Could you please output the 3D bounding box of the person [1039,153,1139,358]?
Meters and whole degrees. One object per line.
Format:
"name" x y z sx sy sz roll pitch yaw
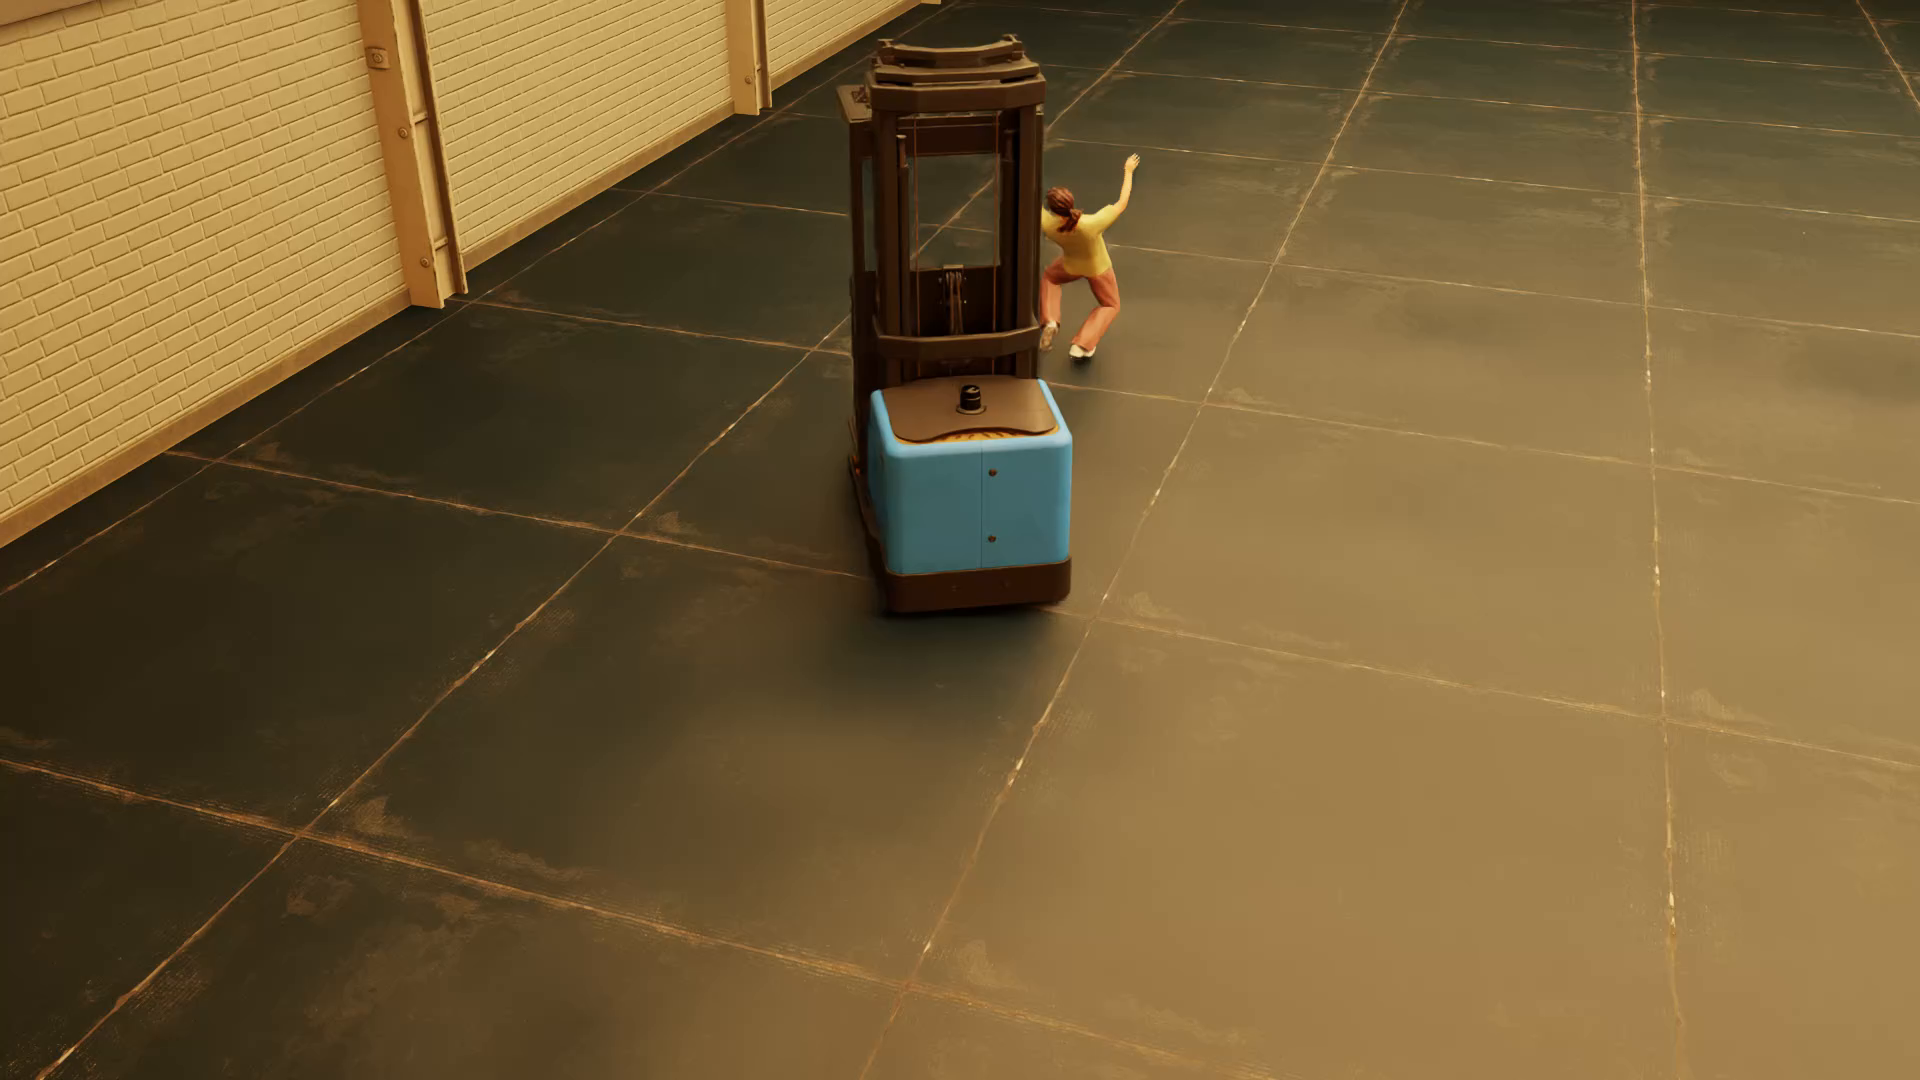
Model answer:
"person" 0.790 -2.064 12.176 0.862 1.530 0.728 11 32 19

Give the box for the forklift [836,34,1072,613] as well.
"forklift" -0.119 -1.580 9.908 1.130 2.935 3.031 -5 30 -8
